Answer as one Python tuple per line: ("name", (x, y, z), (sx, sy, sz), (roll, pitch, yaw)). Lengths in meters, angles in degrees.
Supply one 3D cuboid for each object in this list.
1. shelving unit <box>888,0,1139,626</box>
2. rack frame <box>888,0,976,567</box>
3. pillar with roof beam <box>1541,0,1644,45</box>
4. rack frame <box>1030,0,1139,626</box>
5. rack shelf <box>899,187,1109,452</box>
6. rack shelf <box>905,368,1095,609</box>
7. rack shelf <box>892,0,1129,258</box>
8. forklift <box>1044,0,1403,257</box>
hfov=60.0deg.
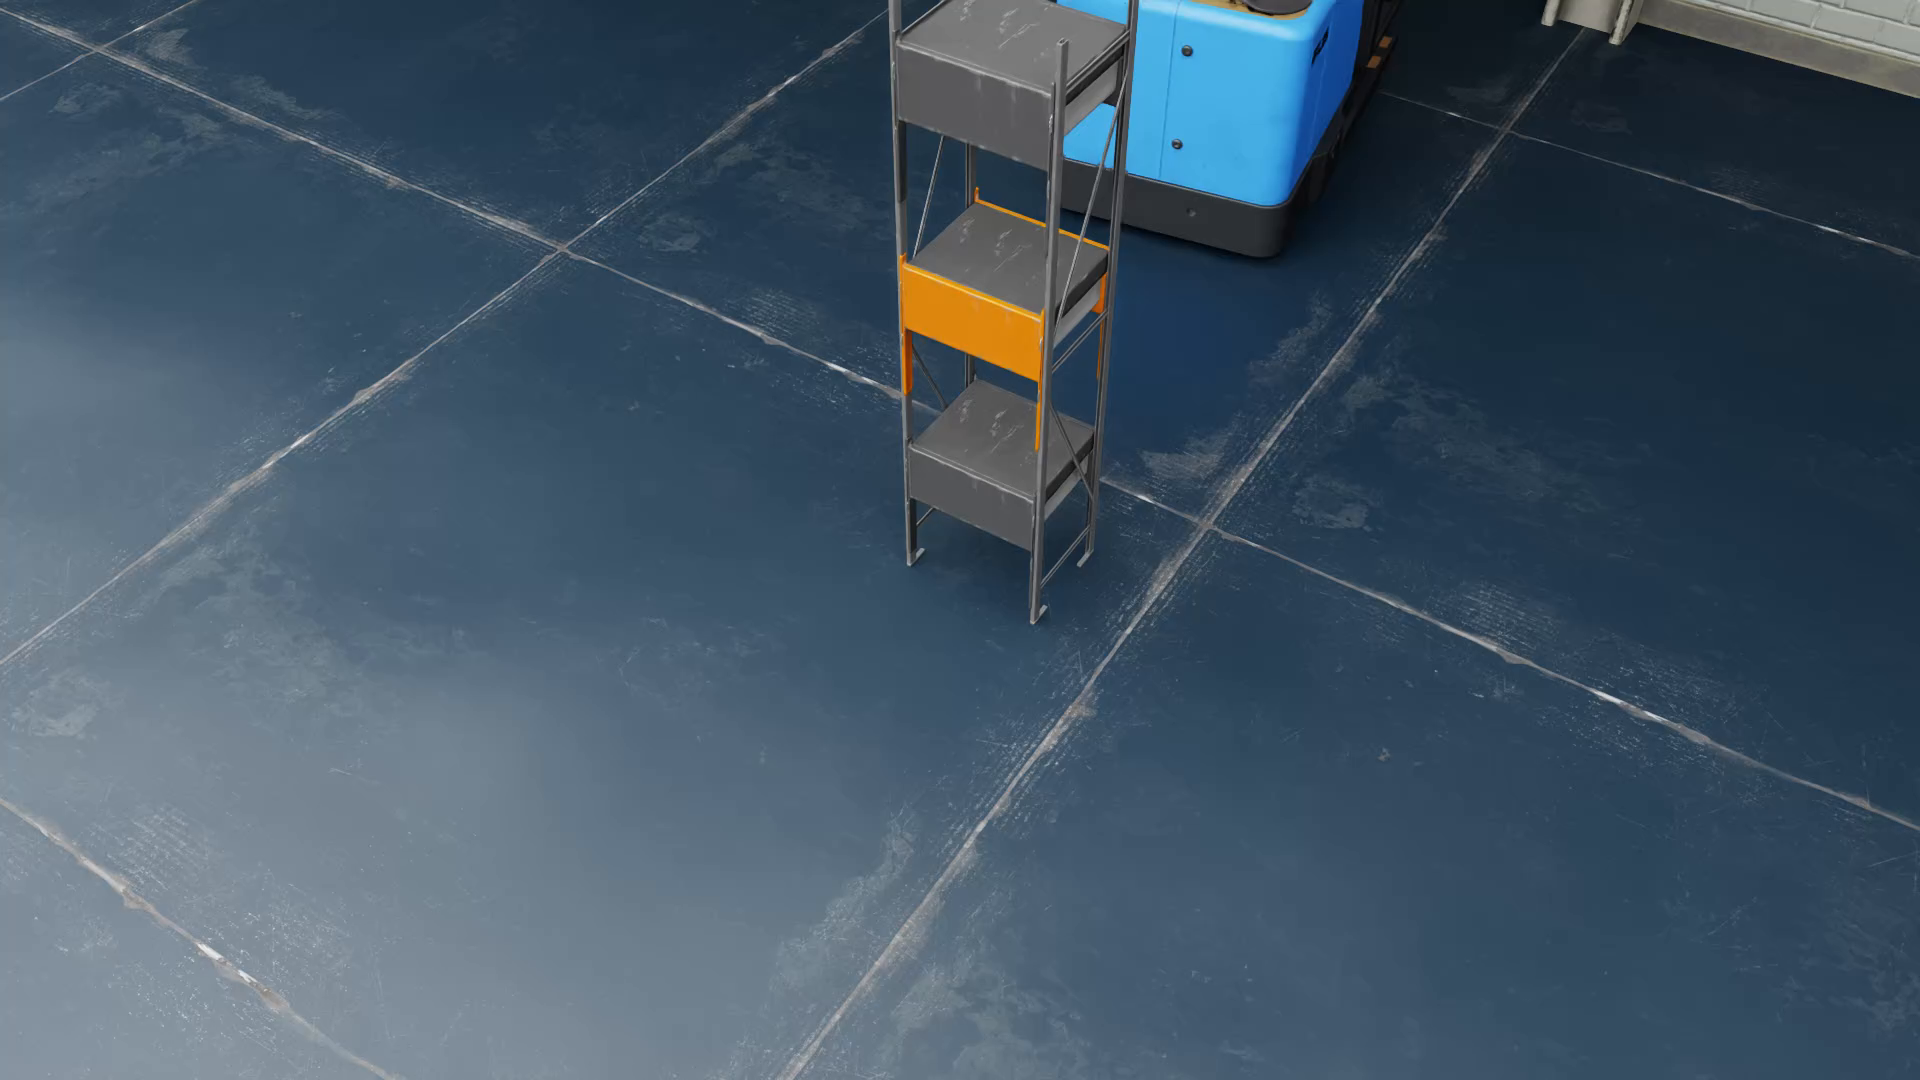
("shelving unit", (0.139, -0.668, 4.935), (0.503, 2.100, 0.431), (25, 51, 22))
("rack frame", (-0.066, -0.762, 5.026), (0.015, 2.100, 0.400), (25, 51, 22))
("pillar with roof beam", (0.801, -3.113, 2.500), (0.400, 9.000, 9.100), (25, 51, 22))
("rack frame", (0.345, -0.573, 4.843), (0.015, 2.100, 0.400), (25, 51, 22))
("rack shelf", (0.139, -0.658, 4.944), (0.480, 0.518, 0.431), (25, 51, 22))
("rack shelf", (0.139, -0.170, 5.446), (0.480, 0.518, 0.431), (25, 51, 22))
("rack shelf", (0.139, -1.146, 4.442), (0.480, 0.518, 0.431), (25, 51, 22))
("forklift", (1.424, -3.240, 6.855), (1.130, 2.935, 3.031), (18, 48, 17))
